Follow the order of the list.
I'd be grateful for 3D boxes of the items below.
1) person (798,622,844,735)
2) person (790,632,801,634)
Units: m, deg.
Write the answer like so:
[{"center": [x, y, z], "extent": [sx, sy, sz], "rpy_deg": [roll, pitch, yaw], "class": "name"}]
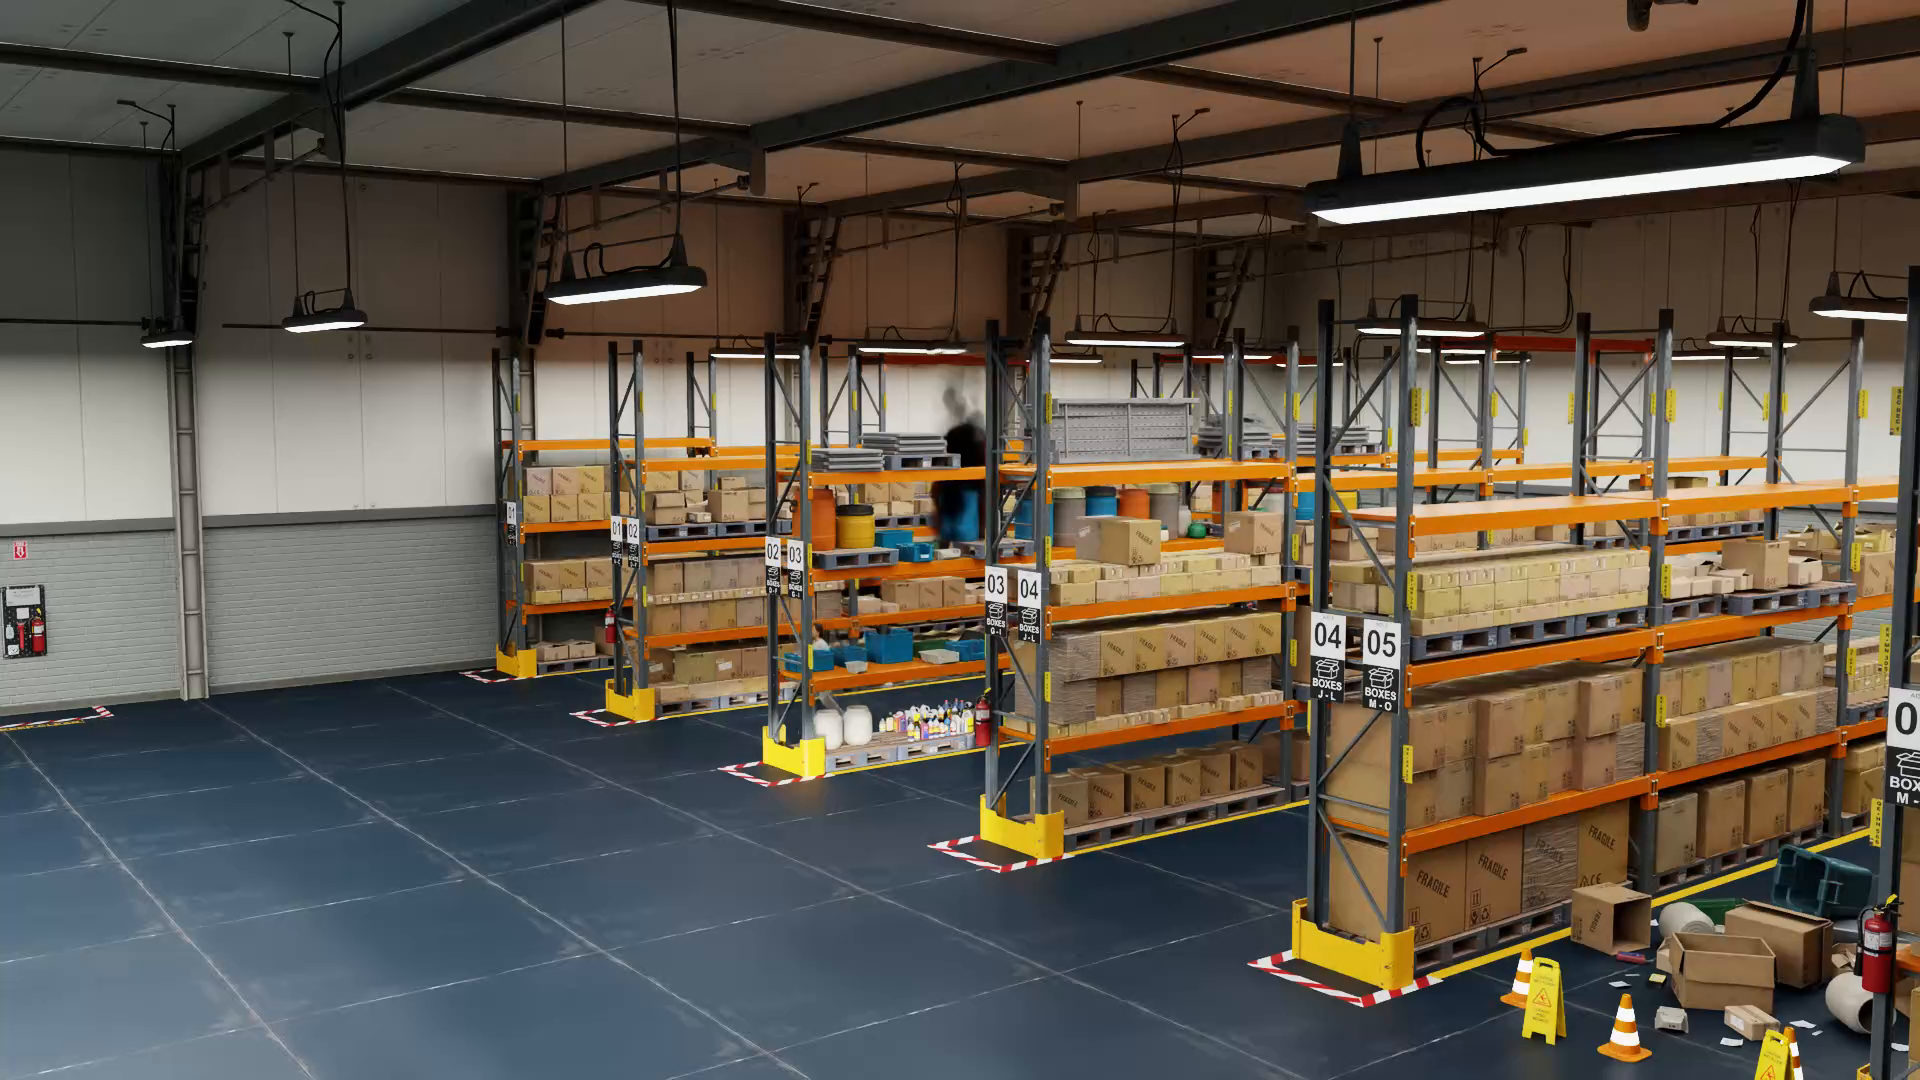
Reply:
[{"center": [-2.096, 2.107, 25.368], "extent": [0.821, 1.702, 0.559], "rpy_deg": [-4, 6, -39], "class": "person"}, {"center": [-2.891, 1.643, 30.643], "extent": [0.546, 1.704, 0.702], "rpy_deg": [5, 7, 42], "class": "person"}]
